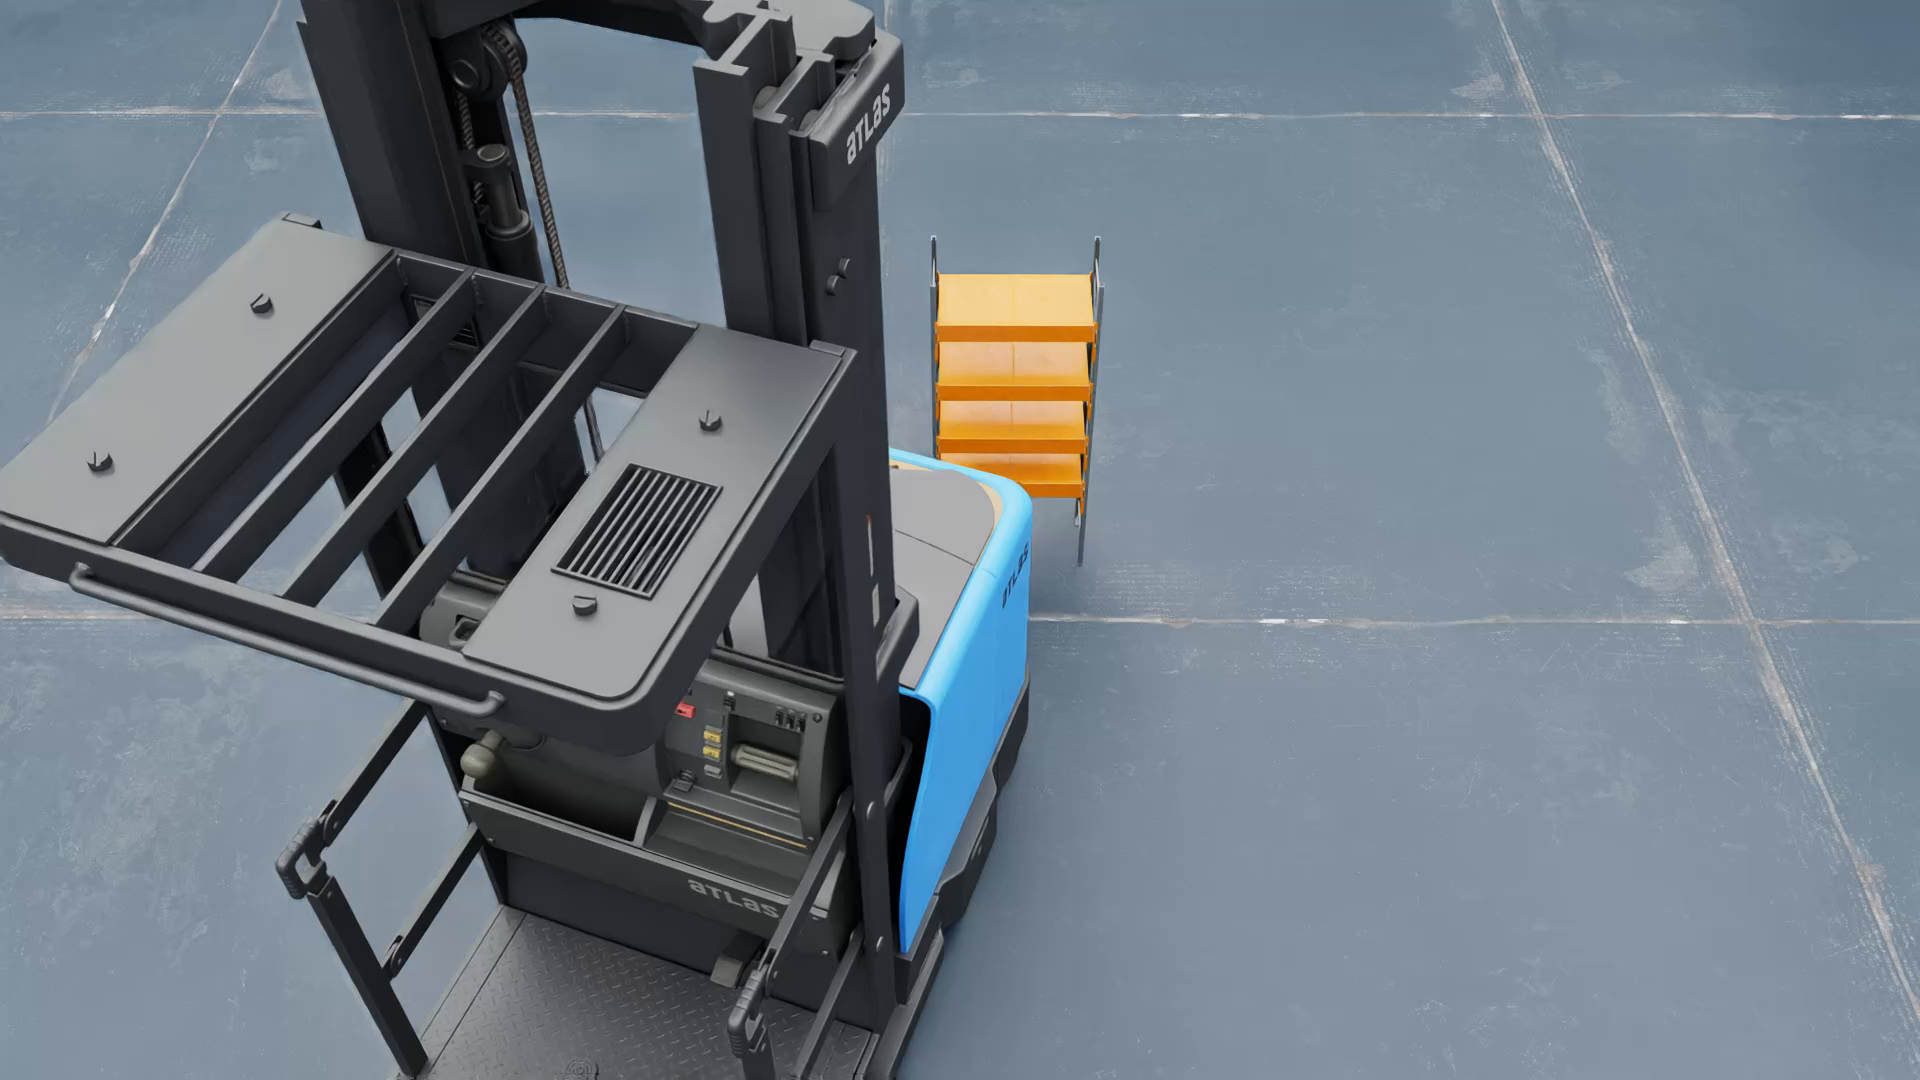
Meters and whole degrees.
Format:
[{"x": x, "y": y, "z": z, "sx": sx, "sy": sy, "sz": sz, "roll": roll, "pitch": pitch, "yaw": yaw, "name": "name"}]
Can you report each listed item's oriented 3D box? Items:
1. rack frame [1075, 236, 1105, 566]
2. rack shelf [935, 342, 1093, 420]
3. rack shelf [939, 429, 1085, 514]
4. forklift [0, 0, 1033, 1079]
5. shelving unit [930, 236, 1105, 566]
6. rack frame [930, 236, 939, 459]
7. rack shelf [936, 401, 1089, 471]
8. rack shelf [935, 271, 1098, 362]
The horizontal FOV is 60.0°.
[{"x": 0.410, "y": -0.408, "z": 5.310, "sx": 0.015, "sy": 1.200, "sz": 0.240, "roll": 0, "pitch": 47, "yaw": 0, "name": "rack frame"}, {"x": 0.166, "y": -0.515, "z": 5.196, "sx": 0.480, "sy": 0.148, "sz": 0.258, "roll": 0, "pitch": 47, "yaw": 0, "name": "rack shelf"}, {"x": 0.166, "y": -0.227, "z": 5.505, "sx": 0.480, "sy": 0.148, "sz": 0.258, "roll": 0, "pitch": 47, "yaw": 0, "name": "rack shelf"}, {"x": -0.775, "y": 0.474, "z": 3.307, "sx": 1.130, "sy": 2.935, "sz": 3.031, "roll": 15, "pitch": 49, "yaw": 14, "name": "forklift"}, {"x": 0.166, "y": -0.408, "z": 5.310, "sx": 0.503, "sy": 1.200, "sz": 0.258, "roll": 0, "pitch": 47, "yaw": 0, "name": "shelving unit"}, {"x": -0.078, "y": -0.409, "z": 5.311, "sx": 0.015, "sy": 1.200, "sz": 0.240, "roll": 0, "pitch": 47, "yaw": 0, "name": "rack frame"}, {"x": 0.166, "y": -0.363, "z": 5.360, "sx": 0.480, "sy": 0.148, "sz": 0.258, "roll": 0, "pitch": 47, "yaw": 0, "name": "rack shelf"}, {"x": 0.166, "y": -0.676, "z": 5.023, "sx": 0.480, "sy": 0.148, "sz": 0.258, "roll": 0, "pitch": 47, "yaw": 0, "name": "rack shelf"}]
